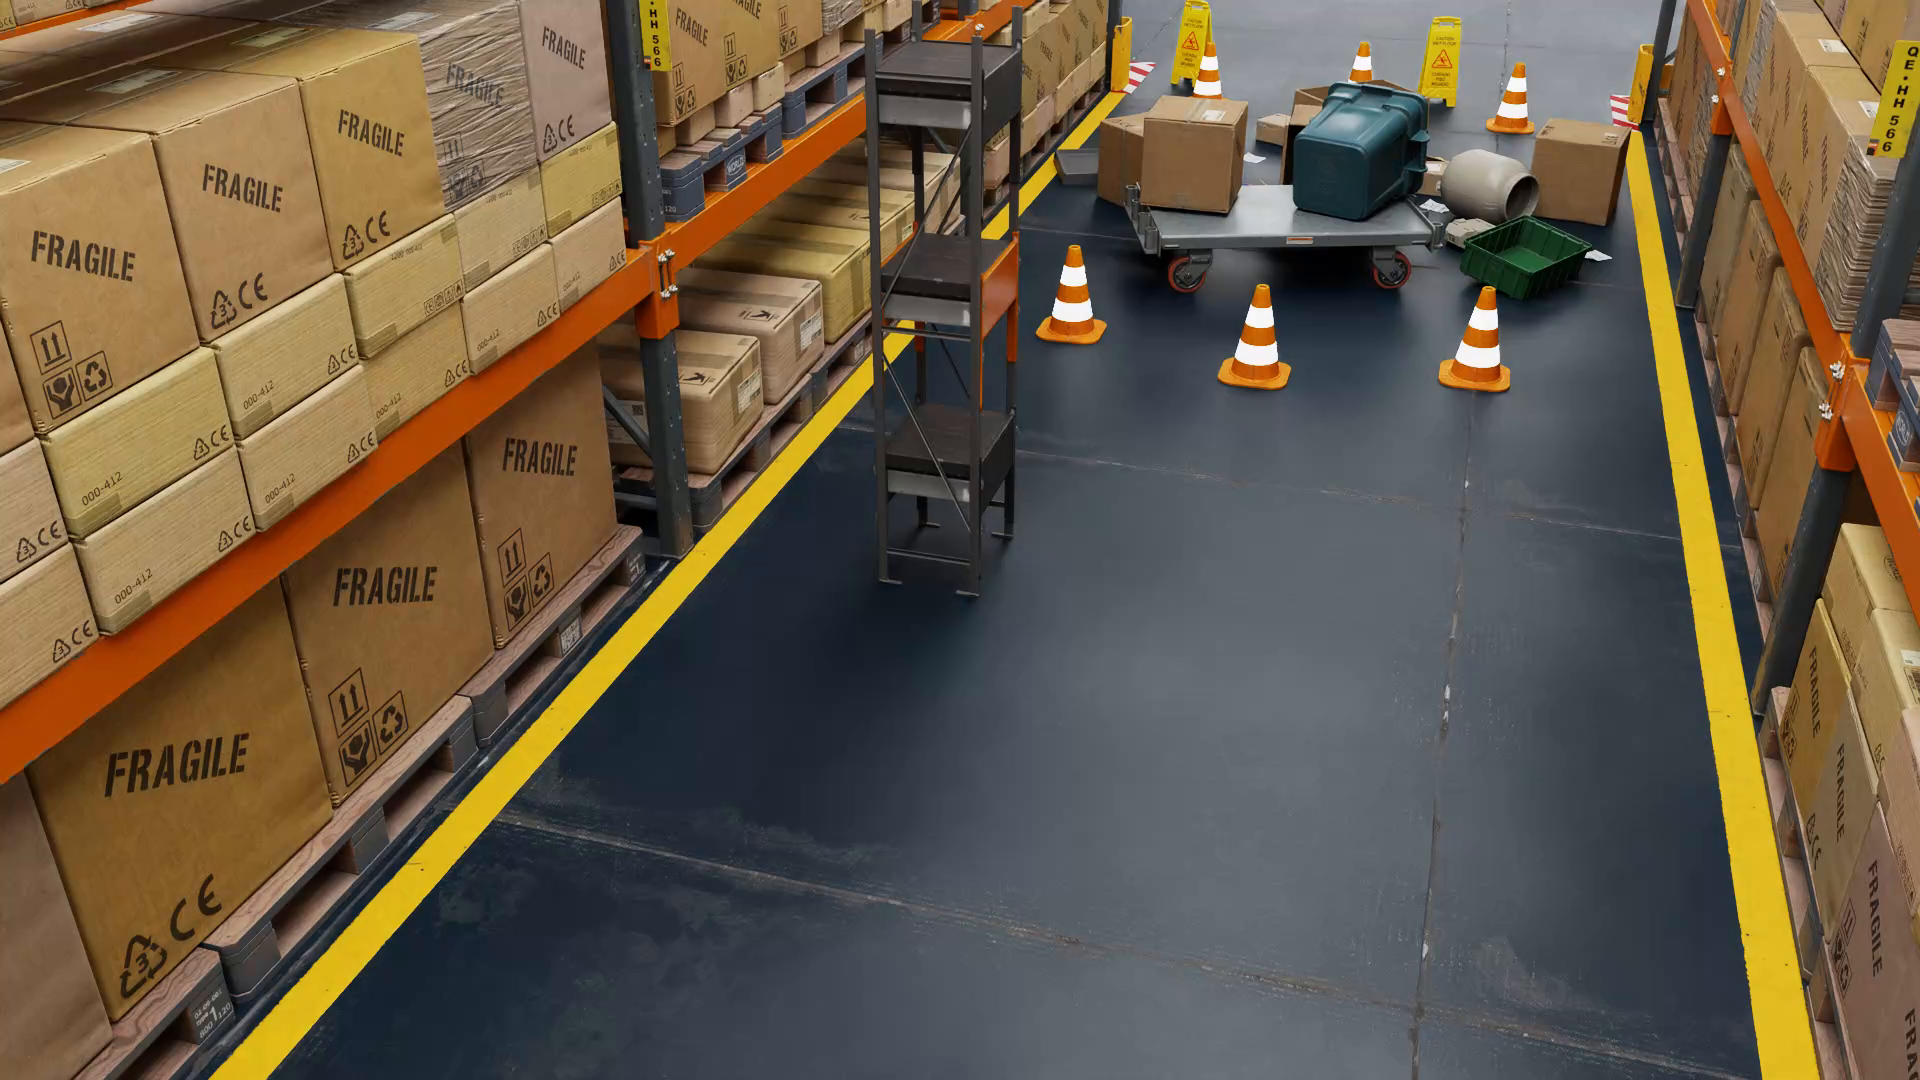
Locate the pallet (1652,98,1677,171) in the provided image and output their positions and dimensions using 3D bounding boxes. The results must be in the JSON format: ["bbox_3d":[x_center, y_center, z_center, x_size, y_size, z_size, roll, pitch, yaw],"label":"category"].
[{"bbox_3d":[5.385,-2.780,11.531,1.003,0.211,1.213,8,30,15],"label":"pallet"}]

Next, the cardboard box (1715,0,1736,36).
[{"bbox_3d":[4.608,-3.020,8.939,0.875,0.550,0.550,8,30,15],"label":"cardboard box"}]

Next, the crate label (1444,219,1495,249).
[{"bbox_3d":[3.036,-1.811,9.865,0.298,0.136,0.250,-12,31,-20],"label":"crate label"}]

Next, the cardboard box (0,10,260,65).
[{"bbox_3d":[-2.246,-1.139,4.581,0.500,0.500,0.500,9,30,16],"label":"cardboard box"}]

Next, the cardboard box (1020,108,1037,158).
[{"bbox_3d":[0.187,-2.649,10.823,0.500,0.250,0.500,10,31,18],"label":"cardboard box"}]

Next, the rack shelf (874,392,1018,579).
[{"bbox_3d":[-0.049,-0.217,6.448,0.431,0.518,0.480,8,30,15],"label":"rack shelf"}]

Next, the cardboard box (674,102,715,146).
[{"bbox_3d":[-1.176,-1.648,6.453,0.380,0.149,0.250,7,30,12],"label":"cardboard box"}]

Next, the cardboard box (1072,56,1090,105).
[{"bbox_3d":[0.644,-3.369,12.117,0.500,0.250,0.500,9,30,15],"label":"cardboard box"}]

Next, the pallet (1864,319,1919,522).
[{"bbox_3d":[3.090,-0.233,4.281,1.213,0.211,1.003,8,30,15],"label":"pallet"}]

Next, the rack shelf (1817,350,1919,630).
[{"bbox_3d":[2.610,0.580,3.362,1.077,0.370,4.000,8,30,15],"label":"rack shelf"}]

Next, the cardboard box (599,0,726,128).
[{"bbox_3d":[-1.211,-1.856,6.161,0.500,0.500,0.500,8,30,13],"label":"cardboard box"}]

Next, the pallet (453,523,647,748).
[{"bbox_3d":[-1.868,0.251,6.081,1.003,0.211,1.213,8,30,15],"label":"pallet"}]

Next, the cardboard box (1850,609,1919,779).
[{"bbox_3d":[2.615,0.439,4.243,0.500,0.250,0.500,8,30,14],"label":"cardboard box"}]

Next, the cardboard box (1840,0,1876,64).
[{"bbox_3d":[3.784,-2.063,6.242,0.700,0.500,0.500,8,30,14],"label":"cardboard box"}]

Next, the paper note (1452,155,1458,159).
[{"bbox_3d":[3.474,-2.616,11.423,0.144,0.017,0.142,20,35,32],"label":"paper note"}]

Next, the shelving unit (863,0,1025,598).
[{"bbox_3d":[-0.049,-0.841,6.101,0.431,2.100,0.503,8,30,15],"label":"shelving unit"}]

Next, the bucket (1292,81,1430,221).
[{"bbox_3d":[2.207,-2.149,9.330,0.726,0.611,0.620,20,45,32],"label":"bucket"}]

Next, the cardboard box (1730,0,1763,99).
[{"bbox_3d":[3.960,-2.360,7.804,0.500,0.500,0.500,9,30,15],"label":"cardboard box"}]

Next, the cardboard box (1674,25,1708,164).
[{"bbox_3d":[5.153,-2.903,10.636,0.875,0.875,0.875,8,30,14],"label":"cardboard box"}]

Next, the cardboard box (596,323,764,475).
[{"bbox_3d":[-1.389,-0.619,7.049,0.950,0.372,0.625,6,30,11],"label":"cardboard box"}]

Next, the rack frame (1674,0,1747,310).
[{"bbox_3d":[4.371,-2.523,8.199,1.000,3.000,0.127,8,30,15],"label":"rack frame"}]

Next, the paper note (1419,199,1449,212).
[{"bbox_3d":[3.021,-2.114,10.527,0.172,0.023,0.155,20,35,32],"label":"paper note"}]

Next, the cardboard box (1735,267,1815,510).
[{"bbox_3d":[3.715,-0.541,6.519,1.050,0.750,0.750,9,30,16],"label":"cardboard box"}]

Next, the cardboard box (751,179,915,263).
[{"bbox_3d":[-0.750,-1.638,8.881,0.950,0.372,0.625,10,31,18],"label":"cardboard box"}]

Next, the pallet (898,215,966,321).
[{"bbox_3d":[-0.617,-1.601,9.411,1.003,0.211,1.213,8,30,15],"label":"pallet"}]

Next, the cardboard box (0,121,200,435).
[{"bbox_3d":[-2.062,-0.581,3.578,0.500,0.500,0.500,8,30,14],"label":"cardboard box"}]

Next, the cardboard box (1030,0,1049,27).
[{"bbox_3d":[0.360,-3.425,10.779,0.380,0.149,0.250,10,31,18],"label":"cardboard box"}]

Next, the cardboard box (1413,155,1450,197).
[{"bbox_3d":[3.115,-2.389,10.772,0.396,0.266,0.258,14,32,23],"label":"cardboard box"}]

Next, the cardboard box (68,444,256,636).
[{"bbox_3d":[-2.041,-0.042,3.894,0.500,0.250,0.500,8,30,14],"label":"cardboard box"}]

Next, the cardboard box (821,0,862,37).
[{"bbox_3d":[-0.761,-2.579,7.459,0.500,0.500,0.500,7,30,13],"label":"cardboard box"}]

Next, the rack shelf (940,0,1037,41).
[{"bbox_3d":[0.197,-3.797,11.230,1.077,0.370,4.000,8,30,15],"label":"rack shelf"}]

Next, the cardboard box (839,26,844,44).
[{"bbox_3d":[-0.766,-2.397,7.800,0.380,0.149,0.250,7,30,13],"label":"cardboard box"}]

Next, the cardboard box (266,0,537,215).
[{"bbox_3d":[-1.609,-1.286,4.846,0.500,0.500,0.500,9,30,16],"label":"cardboard box"}]

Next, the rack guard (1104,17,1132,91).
[{"bbox_3d":[0.761,-3.913,13.270,1.175,0.500,0.348,8,30,15],"label":"rack guard"}]

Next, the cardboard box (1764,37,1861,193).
[{"bbox_3d":[3.514,-1.658,6.541,0.500,0.500,0.500,9,30,16],"label":"cardboard box"}]

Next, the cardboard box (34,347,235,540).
[{"bbox_3d":[-2.040,-0.258,3.769,0.500,0.250,0.500,9,30,16],"label":"cardboard box"}]

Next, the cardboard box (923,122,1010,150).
[{"bbox_3d":[0.041,-2.727,10.192,0.500,0.500,0.500,10,31,17],"label":"cardboard box"}]

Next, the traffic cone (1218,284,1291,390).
[{"bbox_3d":[1.455,-1.020,8.107,0.336,0.463,0.334,8,30,15],"label":"traffic cone"}]

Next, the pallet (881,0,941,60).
[{"bbox_3d":[-0.754,-2.764,8.830,1.003,0.211,1.213,8,30,15],"label":"pallet"}]

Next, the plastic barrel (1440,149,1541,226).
[{"bbox_3d":[3.238,-2.143,10.167,0.421,0.421,0.512,-17,34,-28],"label":"plastic barrel"}]

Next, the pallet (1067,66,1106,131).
[{"bbox_3d":[0.489,-3.414,12.671,1.003,0.211,1.213,8,30,15],"label":"pallet"}]

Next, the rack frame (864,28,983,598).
[{"bbox_3d":[-0.120,-0.727,5.897,0.400,2.100,0.015,8,30,15],"label":"rack frame"}]

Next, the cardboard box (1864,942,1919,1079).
[{"bbox_3d":[2.305,1.248,3.560,0.500,0.500,0.500,8,30,14],"label":"cardboard box"}]

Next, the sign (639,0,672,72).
[{"bbox_3d":[-1.033,-1.751,5.622,0.100,0.325,0.005,8,30,15],"label":"sign"}]

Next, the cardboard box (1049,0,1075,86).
[{"bbox_3d":[0.493,-3.464,11.517,0.500,0.500,0.500,8,30,14],"label":"cardboard box"}]

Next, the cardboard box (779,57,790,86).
[{"bbox_3d":[-0.955,-2.017,7.116,0.380,0.149,0.250,10,31,18],"label":"cardboard box"}]

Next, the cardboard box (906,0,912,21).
[{"bbox_3d":[-0.413,-2.732,8.402,0.380,0.149,0.250,8,30,14],"label":"cardboard box"}]

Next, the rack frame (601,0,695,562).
[{"bbox_3d":[-1.564,-1.323,6.043,1.000,3.000,0.127,8,30,15],"label":"rack frame"}]

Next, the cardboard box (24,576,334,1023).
[{"bbox_3d":[-2.375,0.560,4.411,0.875,0.875,0.875,9,30,16],"label":"cardboard box"}]

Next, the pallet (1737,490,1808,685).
[{"bbox_3d":[3.501,0.199,6.175,1.003,0.211,1.213,8,30,15],"label":"pallet"}]

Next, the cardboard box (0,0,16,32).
[{"bbox_3d":[-5.496,-2.850,8.941,0.500,0.250,0.500,9,30,16],"label":"cardboard box"}]

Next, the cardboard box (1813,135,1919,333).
[{"bbox_3d":[3.073,-0.955,5.278,0.500,0.500,0.500,8,30,15],"label":"cardboard box"}]

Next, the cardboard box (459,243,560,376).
[{"bbox_3d":[-1.600,-0.746,5.159,0.500,0.250,0.500,9,30,16],"label":"cardboard box"}]

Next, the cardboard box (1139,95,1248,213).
[{"bbox_3d":[1.320,-2.180,9.376,0.500,0.500,0.500,8,30,15],"label":"cardboard box"}]

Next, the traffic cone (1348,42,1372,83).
[{"bbox_3d":[3.052,-3.548,12.652,0.336,0.463,0.334,8,30,15],"label":"traffic cone"}]

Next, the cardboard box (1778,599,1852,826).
[{"bbox_3d":[2.746,0.537,4.838,0.500,0.500,0.500,7,30,13],"label":"cardboard box"}]

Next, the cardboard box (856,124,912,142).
[{"bbox_3d":[-0.473,-2.805,10.331,0.500,0.500,0.500,8,30,14],"label":"cardboard box"}]

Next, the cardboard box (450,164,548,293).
[{"bbox_3d":[-1.611,-0.976,5.059,0.500,0.250,0.500,8,30,14],"label":"cardboard box"}]
